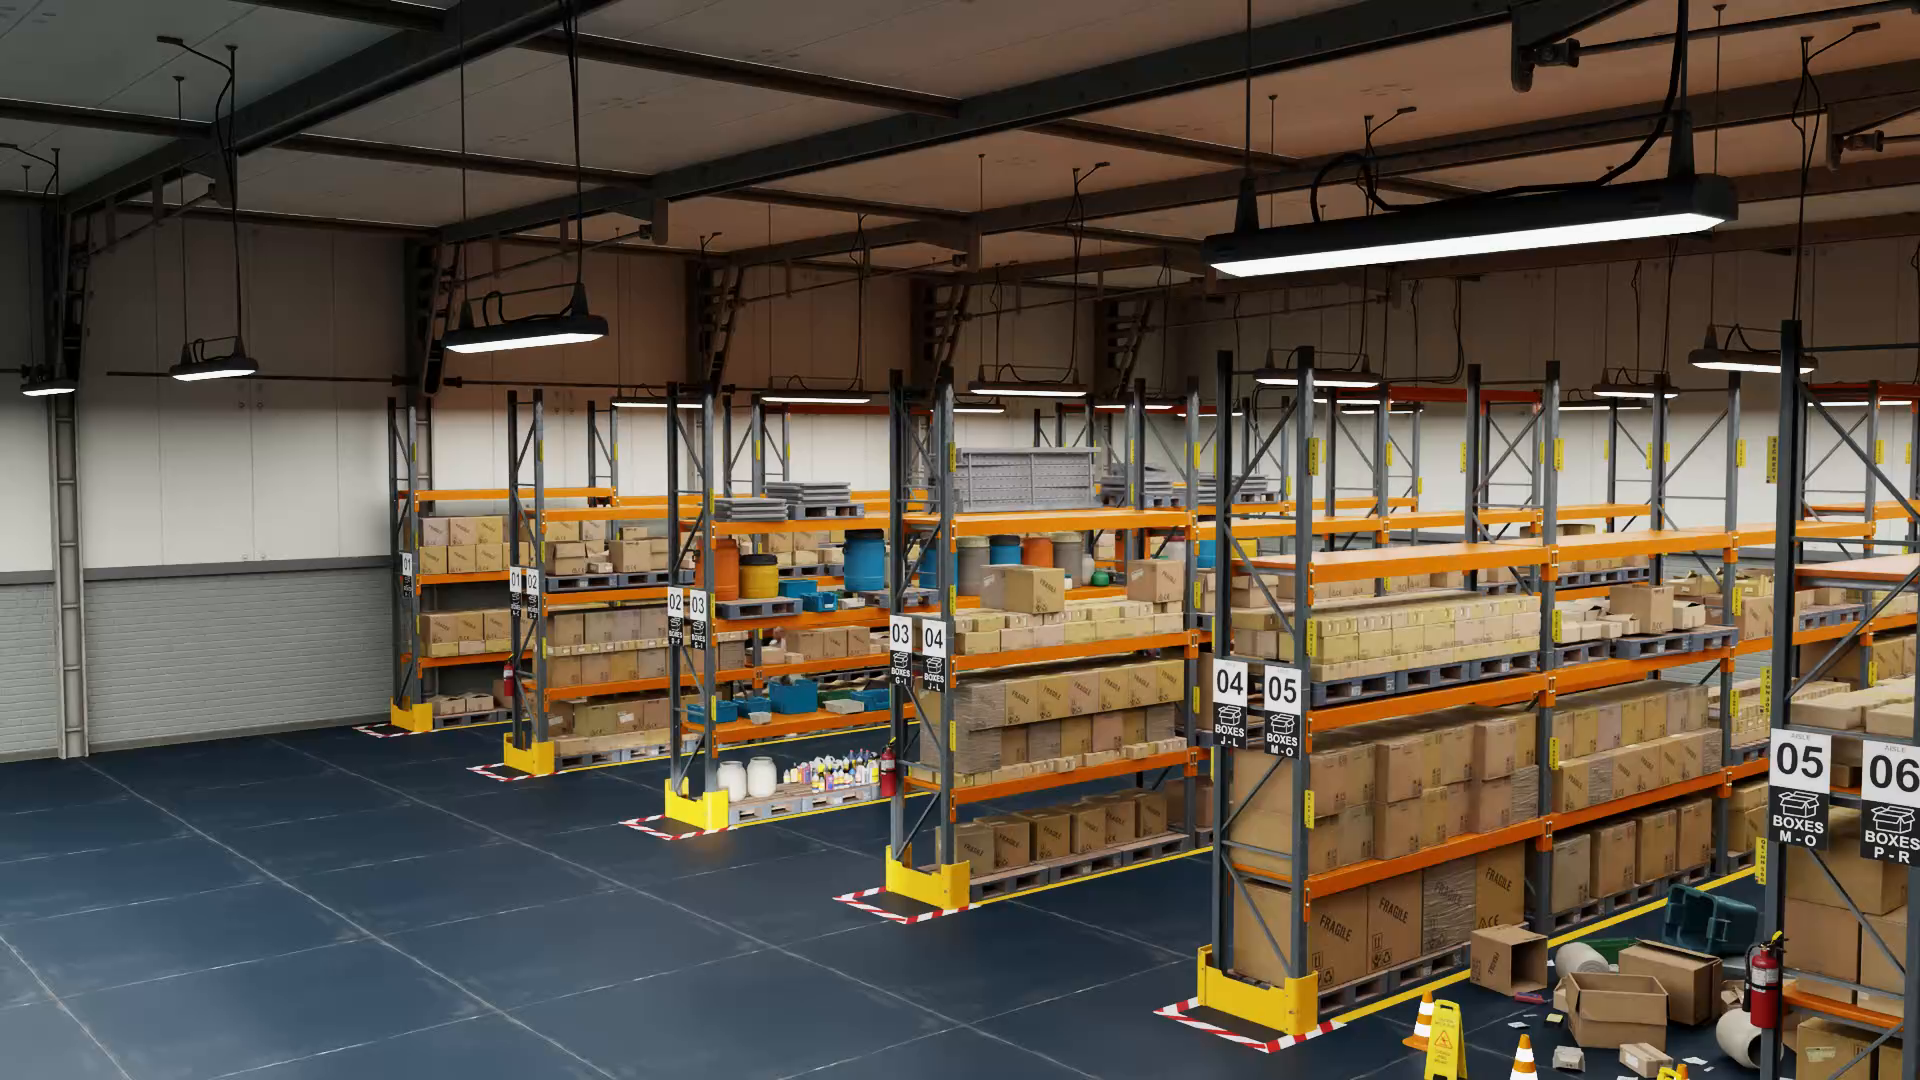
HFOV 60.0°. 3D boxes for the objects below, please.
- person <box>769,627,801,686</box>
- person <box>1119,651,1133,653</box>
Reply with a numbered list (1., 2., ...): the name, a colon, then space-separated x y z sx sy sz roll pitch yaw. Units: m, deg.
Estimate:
1. person: -3.338 2.496 31.476 0.731 1.704 0.783 1 3 13
2. person: 3.313 2.422 32.382 0.657 1.716 0.696 2 4 32
